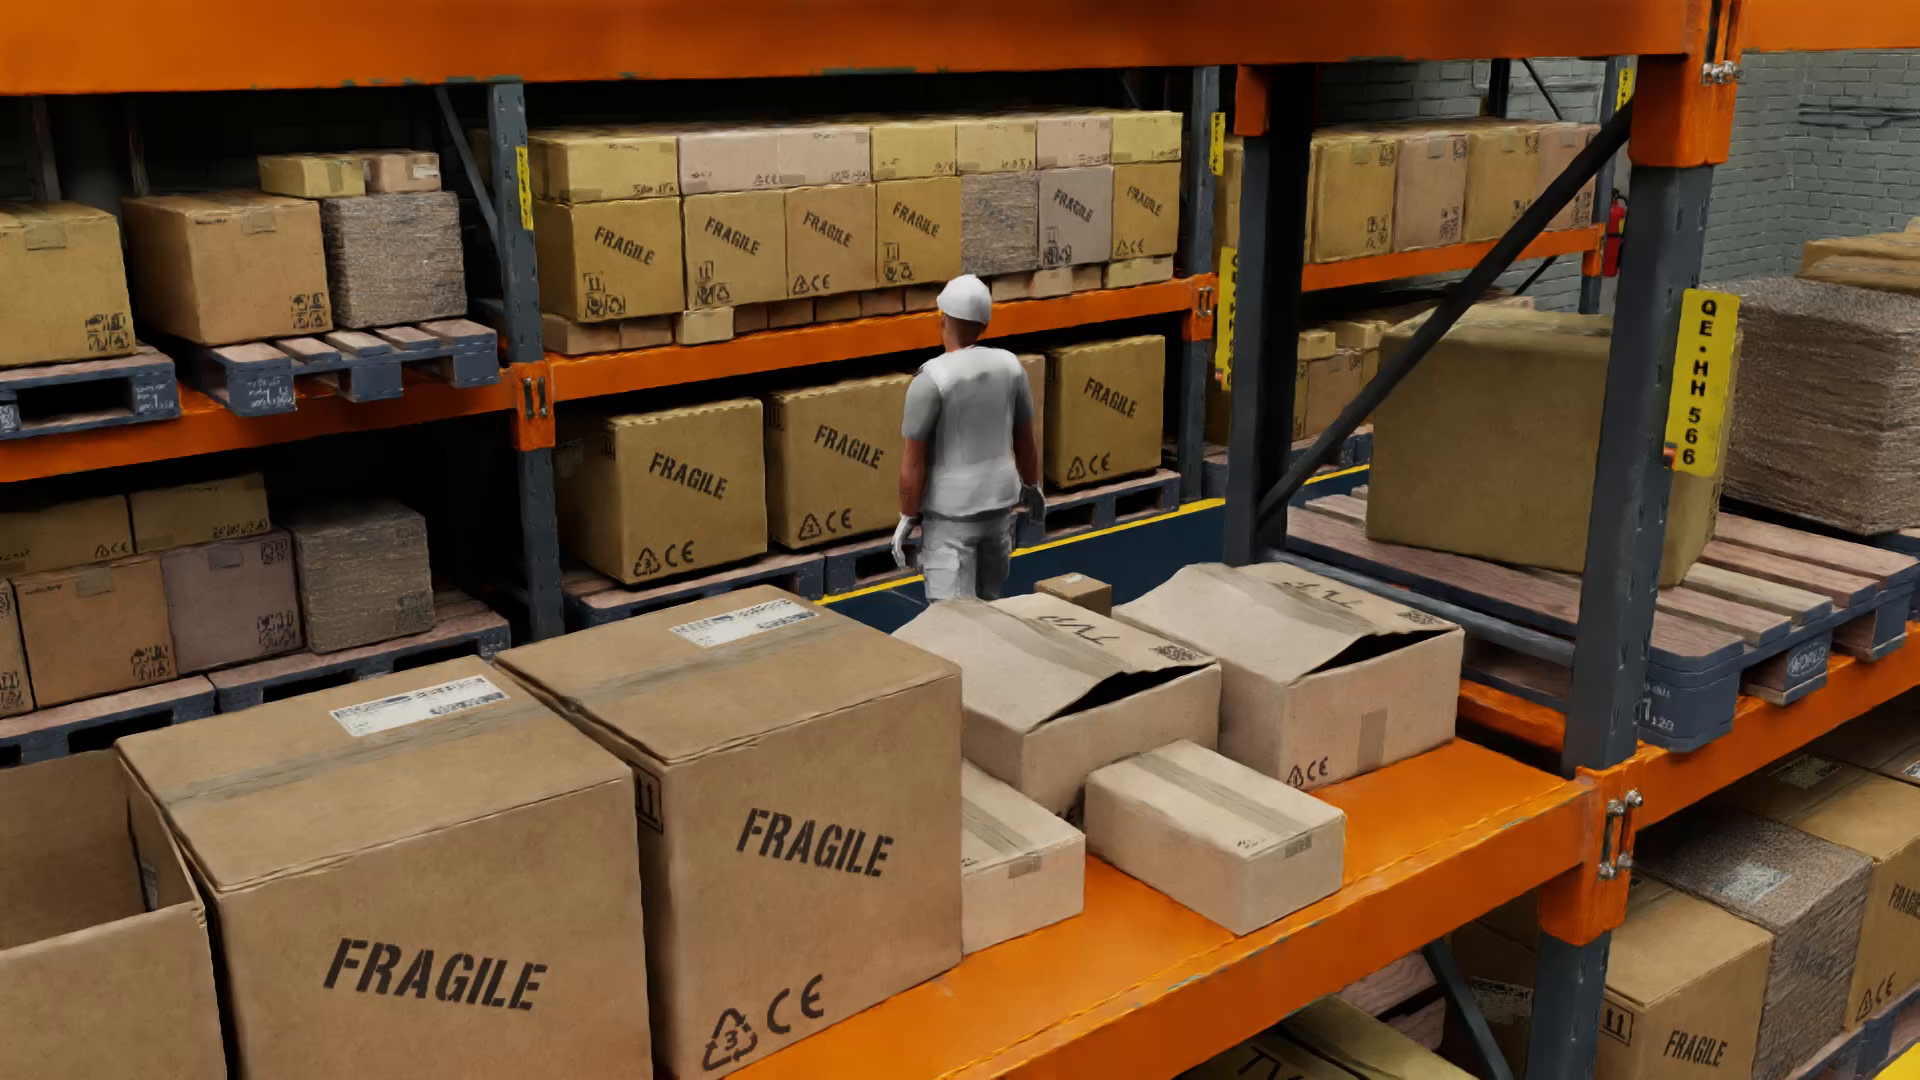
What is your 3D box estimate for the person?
[{"bbox_3d":[0.024,-0.124,6.360,0.725,1.792,0.582,-13,22,-35],"label":"person"}]
